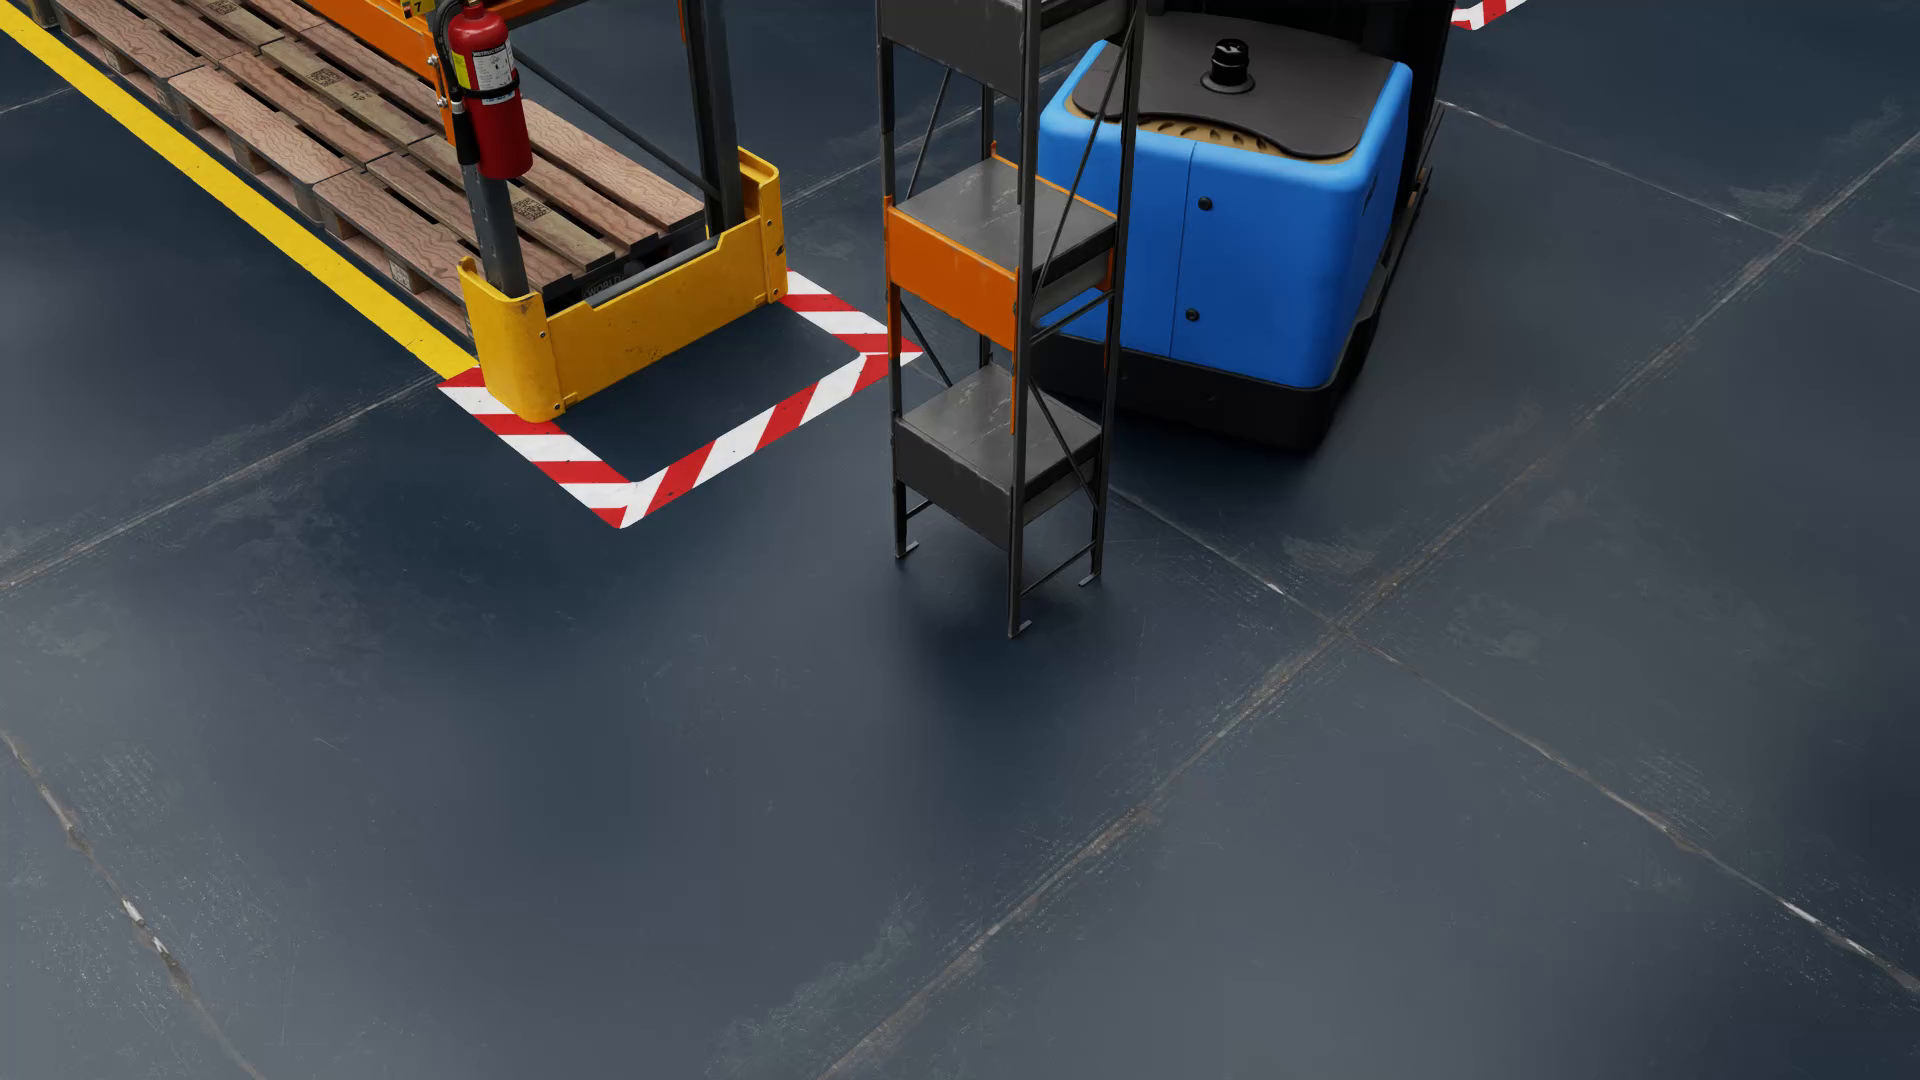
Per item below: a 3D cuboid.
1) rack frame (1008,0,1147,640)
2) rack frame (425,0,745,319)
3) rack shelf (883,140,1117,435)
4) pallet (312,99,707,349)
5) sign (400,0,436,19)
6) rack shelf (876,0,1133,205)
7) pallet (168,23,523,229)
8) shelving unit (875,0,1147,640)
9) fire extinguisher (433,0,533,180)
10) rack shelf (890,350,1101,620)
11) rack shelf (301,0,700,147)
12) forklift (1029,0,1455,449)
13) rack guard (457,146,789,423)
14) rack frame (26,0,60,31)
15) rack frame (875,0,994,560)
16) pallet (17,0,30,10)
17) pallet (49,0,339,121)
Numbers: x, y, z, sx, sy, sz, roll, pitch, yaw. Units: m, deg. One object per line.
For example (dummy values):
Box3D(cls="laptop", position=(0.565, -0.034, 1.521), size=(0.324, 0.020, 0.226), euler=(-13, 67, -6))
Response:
Box3D(cls="rack frame", position=(0.289, -0.574, 4.324), size=(0.400, 2.100, 0.015), euler=(-34, 53, -31))
Box3D(cls="rack frame", position=(-1.181, -1.850, 5.042), size=(1.000, 3.000, 0.127), euler=(-34, 53, -31))
Box3D(cls="rack shelf", position=(0.117, -0.682, 4.461), size=(0.431, 0.518, 0.480), euler=(-34, 53, -31))
Box3D(cls="pallet", position=(-1.736, -1.241, 6.437), size=(1.003, 0.211, 1.213), euler=(-34, 53, -31))
Box3D(cls="sign", position=(-1.559, -1.638, 4.693), size=(0.100, 0.325, 0.005), euler=(-34, 53, -31))
Box3D(cls="rack shelf", position=(0.117, -1.196, 3.986), size=(0.431, 0.518, 0.480), euler=(-34, 53, -31))
Box3D(cls="pallet", position=(-2.593, -1.827, 7.071), size=(1.003, 0.211, 1.213), euler=(-34, 53, -31))
Box3D(cls="shelving unit", position=(0.117, -0.692, 4.451), size=(0.431, 2.100, 0.503), euler=(-34, 53, -31))
Box3D(cls="fire extinguisher", position=(-1.396, -1.394, 4.880), size=(0.296, 0.674, 0.183), euler=(-34, 53, -31))
Box3D(cls="rack shelf", position=(0.117, -0.168, 4.936), size=(0.431, 0.518, 0.480), euler=(-34, 53, -31))
Box3D(cls="rack shelf", position=(-2.593, -2.547, 6.326), size=(1.077, 0.370, 4.000), euler=(-34, 53, -31))
Box3D(cls="forklift", position=(1.248, -2.387, 5.674), size=(1.130, 2.935, 3.031), euler=(15, 45, 16))
Box3D(cls="rack guard", position=(-1.155, -0.927, 5.884), size=(1.175, 0.500, 0.348), euler=(-34, 53, -31))
Box3D(cls="rack frame", position=(-4.005, -3.772, 7.122), size=(1.000, 3.000, 0.127), euler=(-34, 53, -31))
Box3D(cls="rack frame", position=(-0.055, -0.809, 4.578), size=(0.400, 2.100, 0.015), euler=(-34, 53, -31))
Box3D(cls="pallet", position=(-4.521, -3.139, 8.491), size=(1.003, 0.211, 1.213), euler=(-34, 53, -31))
Box3D(cls="pallet", position=(-3.459, -2.413, 7.706), size=(1.003, 0.211, 1.213), euler=(-34, 53, -31))
